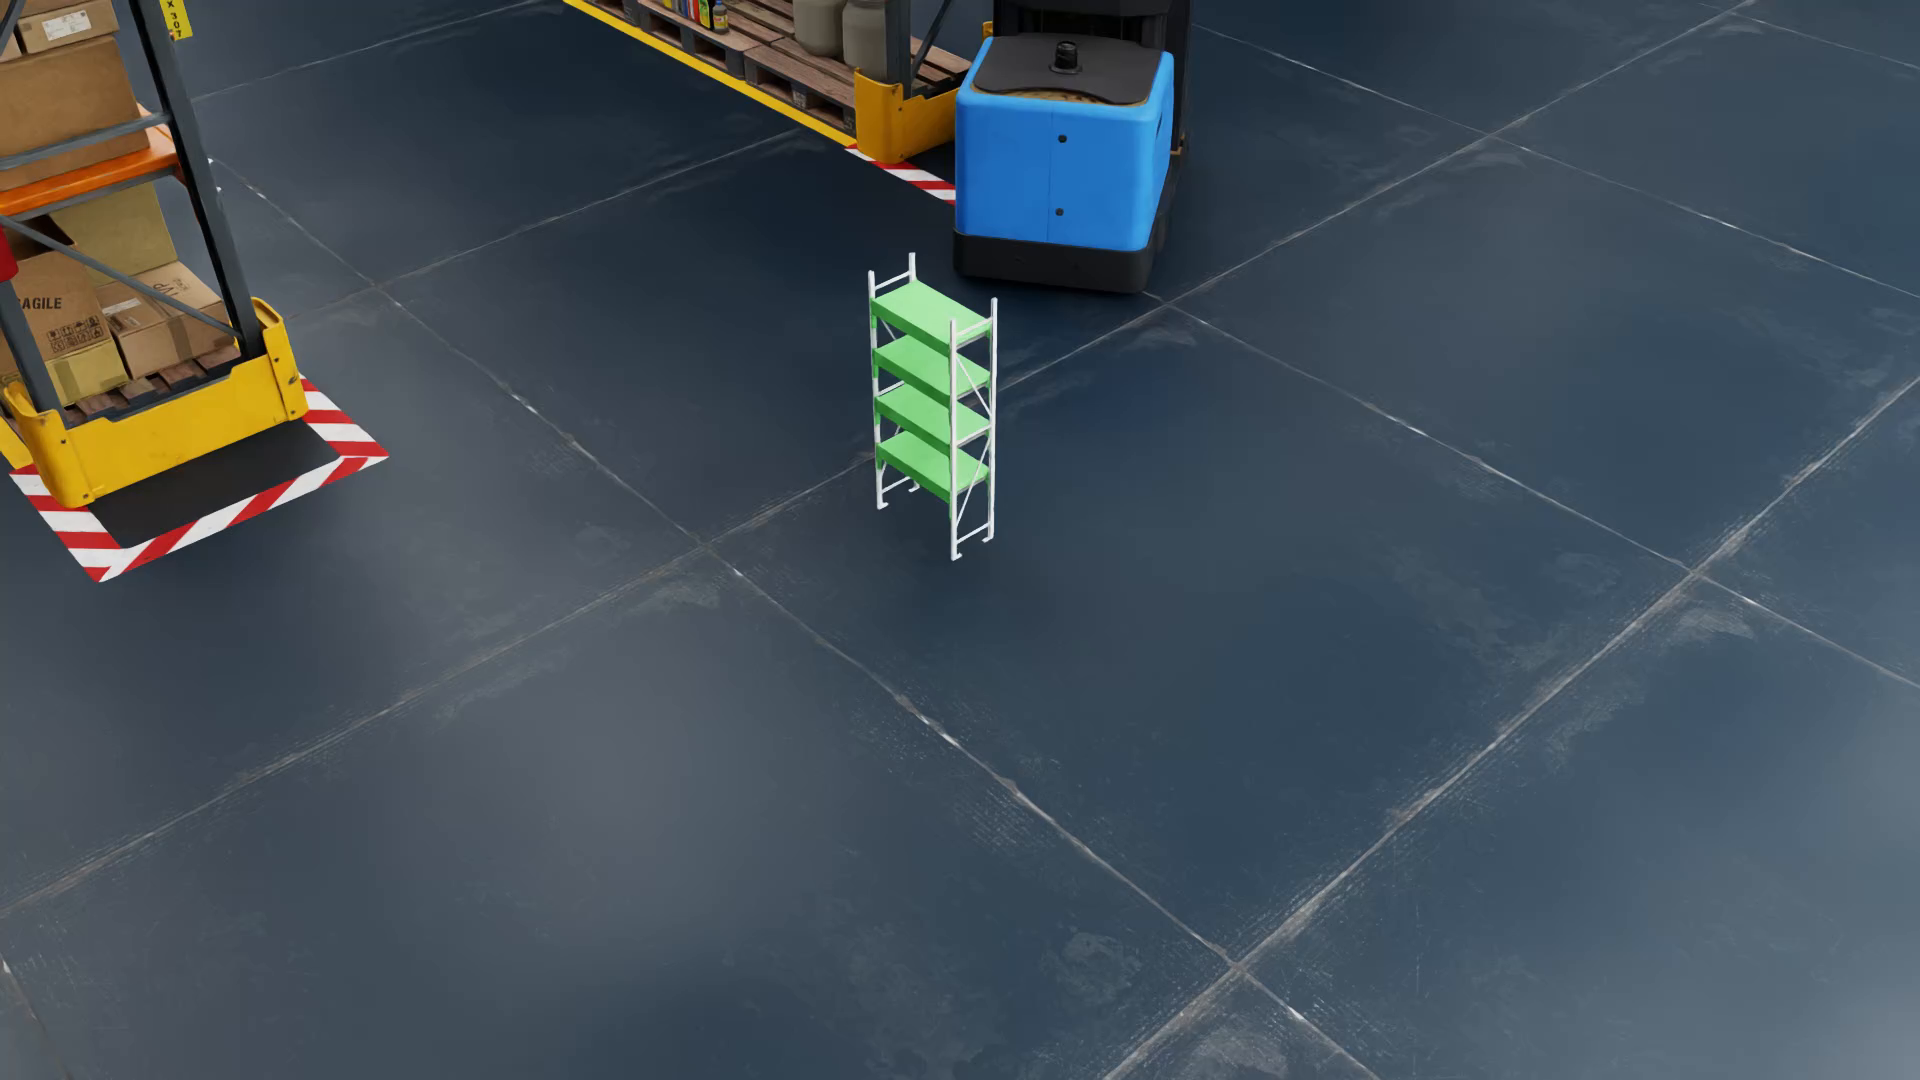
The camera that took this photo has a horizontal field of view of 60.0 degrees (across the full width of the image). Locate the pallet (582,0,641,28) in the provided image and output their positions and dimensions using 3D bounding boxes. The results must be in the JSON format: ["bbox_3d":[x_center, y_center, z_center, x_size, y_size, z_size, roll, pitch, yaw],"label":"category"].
[{"bbox_3d":[-2.310,-4.170,12.245,1.003,0.211,1.213,-30,48,-32],"label":"pallet"}]

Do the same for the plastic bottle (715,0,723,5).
[{"bbox_3d":[-1.665,-3.684,11.236,0.061,0.283,0.133,-30,48,-32],"label":"plastic bottle"}]

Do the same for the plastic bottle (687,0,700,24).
[{"bbox_3d":[-1.743,-3.636,11.182,0.152,0.276,0.135,-30,47,-31],"label":"plastic bottle"}]

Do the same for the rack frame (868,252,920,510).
[{"bbox_3d":[-0.277,-0.656,7.108,0.240,1.200,0.015,-30,48,-32],"label":"rack frame"}]

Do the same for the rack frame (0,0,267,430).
[{"bbox_3d":[-3.679,-1.629,6.880,1.000,3.000,0.127,-30,48,-32],"label":"rack frame"}]

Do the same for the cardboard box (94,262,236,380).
[{"bbox_3d":[-3.878,-1.065,8.036,0.500,0.250,0.500,-30,48,-32],"label":"cardboard box"}]

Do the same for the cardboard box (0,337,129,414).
[{"bbox_3d":[-4.259,-0.845,7.763,0.500,0.250,0.500,-30,48,-32],"label":"cardboard box"}]

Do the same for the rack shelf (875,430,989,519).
[{"bbox_3d":[-0.112,-0.307,7.159,0.258,0.148,0.480,-30,48,-32],"label":"rack shelf"}]

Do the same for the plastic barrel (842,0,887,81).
[{"bbox_3d":[-0.529,-3.200,10.470,0.421,0.512,0.421,0,39,0],"label":"plastic barrel"}]

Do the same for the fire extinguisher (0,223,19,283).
[{"bbox_3d":[-3.941,-1.347,6.592,0.296,0.674,0.183,-30,48,-32],"label":"fire extinguisher"}]

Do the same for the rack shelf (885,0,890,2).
[{"bbox_3d":[-1.380,-4.378,10.856,1.077,0.370,4.000,-30,48,-32],"label":"rack shelf"}]

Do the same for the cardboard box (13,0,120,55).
[{"bbox_3d":[-3.786,-2.193,6.983,0.380,0.149,0.250,-30,48,-32],"label":"cardboard box"}]

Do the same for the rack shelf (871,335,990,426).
[{"bbox_3d":[-0.112,-0.680,6.857,0.258,0.148,0.480,-30,48,-32],"label":"rack shelf"}]

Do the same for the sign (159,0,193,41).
[{"bbox_3d":[-3.266,-2.230,6.871,0.100,0.325,0.005,-30,48,-32],"label":"sign"}]

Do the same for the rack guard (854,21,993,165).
[{"bbox_3d":[-0.114,-2.775,10.288,1.175,0.500,0.348,-30,48,-32],"label":"rack guard"}]

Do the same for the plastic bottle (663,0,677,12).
[{"bbox_3d":[-1.952,-3.804,11.331,0.144,0.351,0.185,-28,47,-30],"label":"plastic bottle"}]

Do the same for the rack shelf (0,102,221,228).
[{"bbox_3d":[-5.031,-2.275,8.252,1.077,0.370,4.000,-30,48,-32],"label":"rack shelf"}]

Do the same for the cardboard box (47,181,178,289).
[{"bbox_3d":[-4.217,-1.588,8.086,0.500,0.500,0.500,-30,48,-32],"label":"cardboard box"}]

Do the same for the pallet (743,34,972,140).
[{"bbox_3d":[-0.659,-3.041,10.847,1.003,0.211,1.213,-30,48,-32],"label":"pallet"}]

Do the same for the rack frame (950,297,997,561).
[{"bbox_3d":[0.053,-0.430,6.828,0.240,1.200,0.015,-30,48,-32],"label":"rack frame"}]

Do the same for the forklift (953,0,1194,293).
[{"bbox_3d":[0.778,-3.368,9.088,1.130,2.935,3.031,8,40,10],"label":"forklift"}]

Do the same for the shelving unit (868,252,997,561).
[{"bbox_3d":[-0.112,-0.543,6.968,0.258,1.200,0.503,-30,48,-32],"label":"shelving unit"}]

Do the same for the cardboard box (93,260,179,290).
[{"bbox_3d":[-4.219,-1.295,8.321,0.500,0.250,0.500,-30,48,-32],"label":"cardboard box"}]

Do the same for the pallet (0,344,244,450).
[{"bbox_3d":[-4.227,-0.880,8.172,1.003,0.211,1.213,-30,48,-32],"label":"pallet"}]

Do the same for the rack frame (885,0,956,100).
[{"bbox_3d":[-0.028,-3.732,9.484,1.000,3.000,0.127,-30,48,-32],"label":"rack frame"}]

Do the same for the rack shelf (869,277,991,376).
[{"bbox_3d":[-0.112,-0.867,6.706,0.258,0.148,0.480,-30,48,-32],"label":"rack shelf"}]

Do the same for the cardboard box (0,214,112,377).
[{"bbox_3d":[-4.261,-1.136,7.527,0.500,0.500,0.500,-30,48,-32],"label":"cardboard box"}]

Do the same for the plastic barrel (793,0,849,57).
[{"bbox_3d":[-0.868,-3.432,10.758,0.421,0.512,0.421,0,39,0],"label":"plastic barrel"}]

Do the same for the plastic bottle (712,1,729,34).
[{"bbox_3d":[-1.593,-3.478,11.047,0.097,0.201,0.097,0,39,0],"label":"plastic bottle"}]

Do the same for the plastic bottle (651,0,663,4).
[{"bbox_3d":[-2.078,-3.890,11.437,0.144,0.351,0.185,-30,48,-32],"label":"plastic bottle"}]

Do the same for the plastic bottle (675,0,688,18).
[{"bbox_3d":[-1.837,-3.700,11.261,0.152,0.276,0.135,-31,48,-33],"label":"plastic bottle"}]

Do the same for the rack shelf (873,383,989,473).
[{"bbox_3d":[-0.112,-0.494,7.008,0.258,0.148,0.480,-30,48,-32],"label":"rack shelf"}]

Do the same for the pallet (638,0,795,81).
[{"bbox_3d":[-1.480,-3.605,11.546,1.003,0.211,1.213,-30,48,-32],"label":"pallet"}]

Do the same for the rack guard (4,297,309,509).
[{"bbox_3d":[-3.663,-0.645,7.651,1.175,0.500,0.348,-30,48,-32],"label":"rack guard"}]

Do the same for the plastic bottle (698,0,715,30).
[{"bbox_3d":[-1.685,-3.557,11.078,0.061,0.283,0.133,-29,47,-31],"label":"plastic bottle"}]

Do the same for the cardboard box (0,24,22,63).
[{"bbox_3d":[-4.078,-2.016,6.763,0.380,0.149,0.250,-31,48,-32],"label":"cardboard box"}]

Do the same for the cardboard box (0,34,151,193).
[{"bbox_3d":[-3.985,-1.889,7.122,0.700,0.500,0.500,-30,48,-32],"label":"cardboard box"}]
